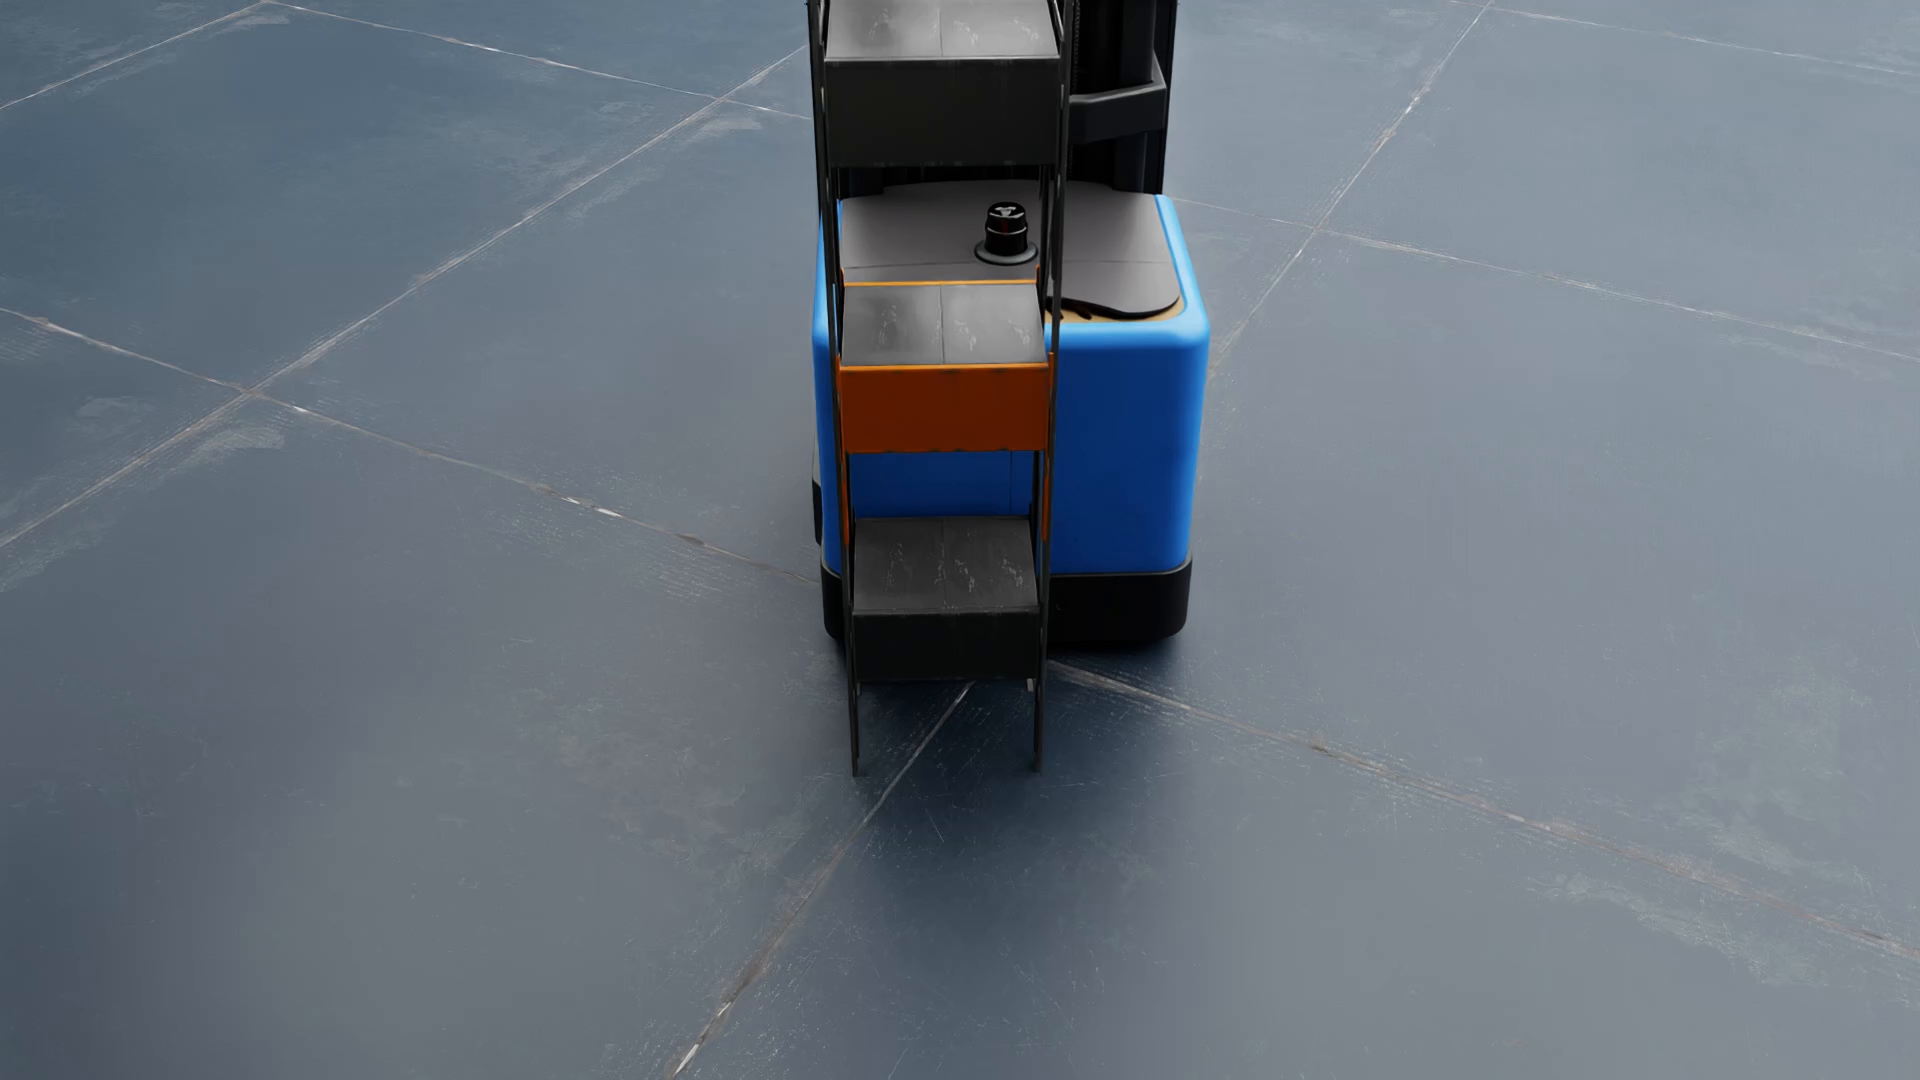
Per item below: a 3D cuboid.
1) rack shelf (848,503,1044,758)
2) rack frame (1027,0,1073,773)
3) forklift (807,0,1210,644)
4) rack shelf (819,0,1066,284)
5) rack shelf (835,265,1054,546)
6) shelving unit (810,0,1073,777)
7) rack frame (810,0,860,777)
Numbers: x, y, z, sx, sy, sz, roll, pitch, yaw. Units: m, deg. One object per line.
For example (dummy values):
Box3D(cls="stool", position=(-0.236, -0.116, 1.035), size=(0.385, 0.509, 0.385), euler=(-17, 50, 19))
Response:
Box3D(cls="rack shelf", position=(-0.041, 0.237, 4.382), size=(0.480, 0.518, 0.431), euler=(-1, 37, -2))
Box3D(cls="rack frame", position=(0.203, -0.337, 3.957), size=(0.015, 2.100, 0.400), euler=(-1, 37, -2))
Box3D(cls="forklift", position=(0.085, -1.731, 5.106), size=(1.130, 2.935, 3.031), euler=(-1, 37, -2))
Box3D(cls="rack shelf", position=(-0.041, -0.879, 3.536), size=(0.480, 0.518, 0.431), euler=(-1, 37, -2))
Box3D(cls="rack shelf", position=(-0.041, -0.321, 3.959), size=(0.480, 0.518, 0.431), euler=(-1, 37, -2))
Box3D(cls="shelving unit", position=(-0.041, -0.332, 3.950), size=(0.503, 2.100, 0.431), euler=(-1, 37, -2))
Box3D(cls="rack frame", position=(-0.285, -0.327, 3.944), size=(0.015, 2.100, 0.400), euler=(-1, 37, -2))
